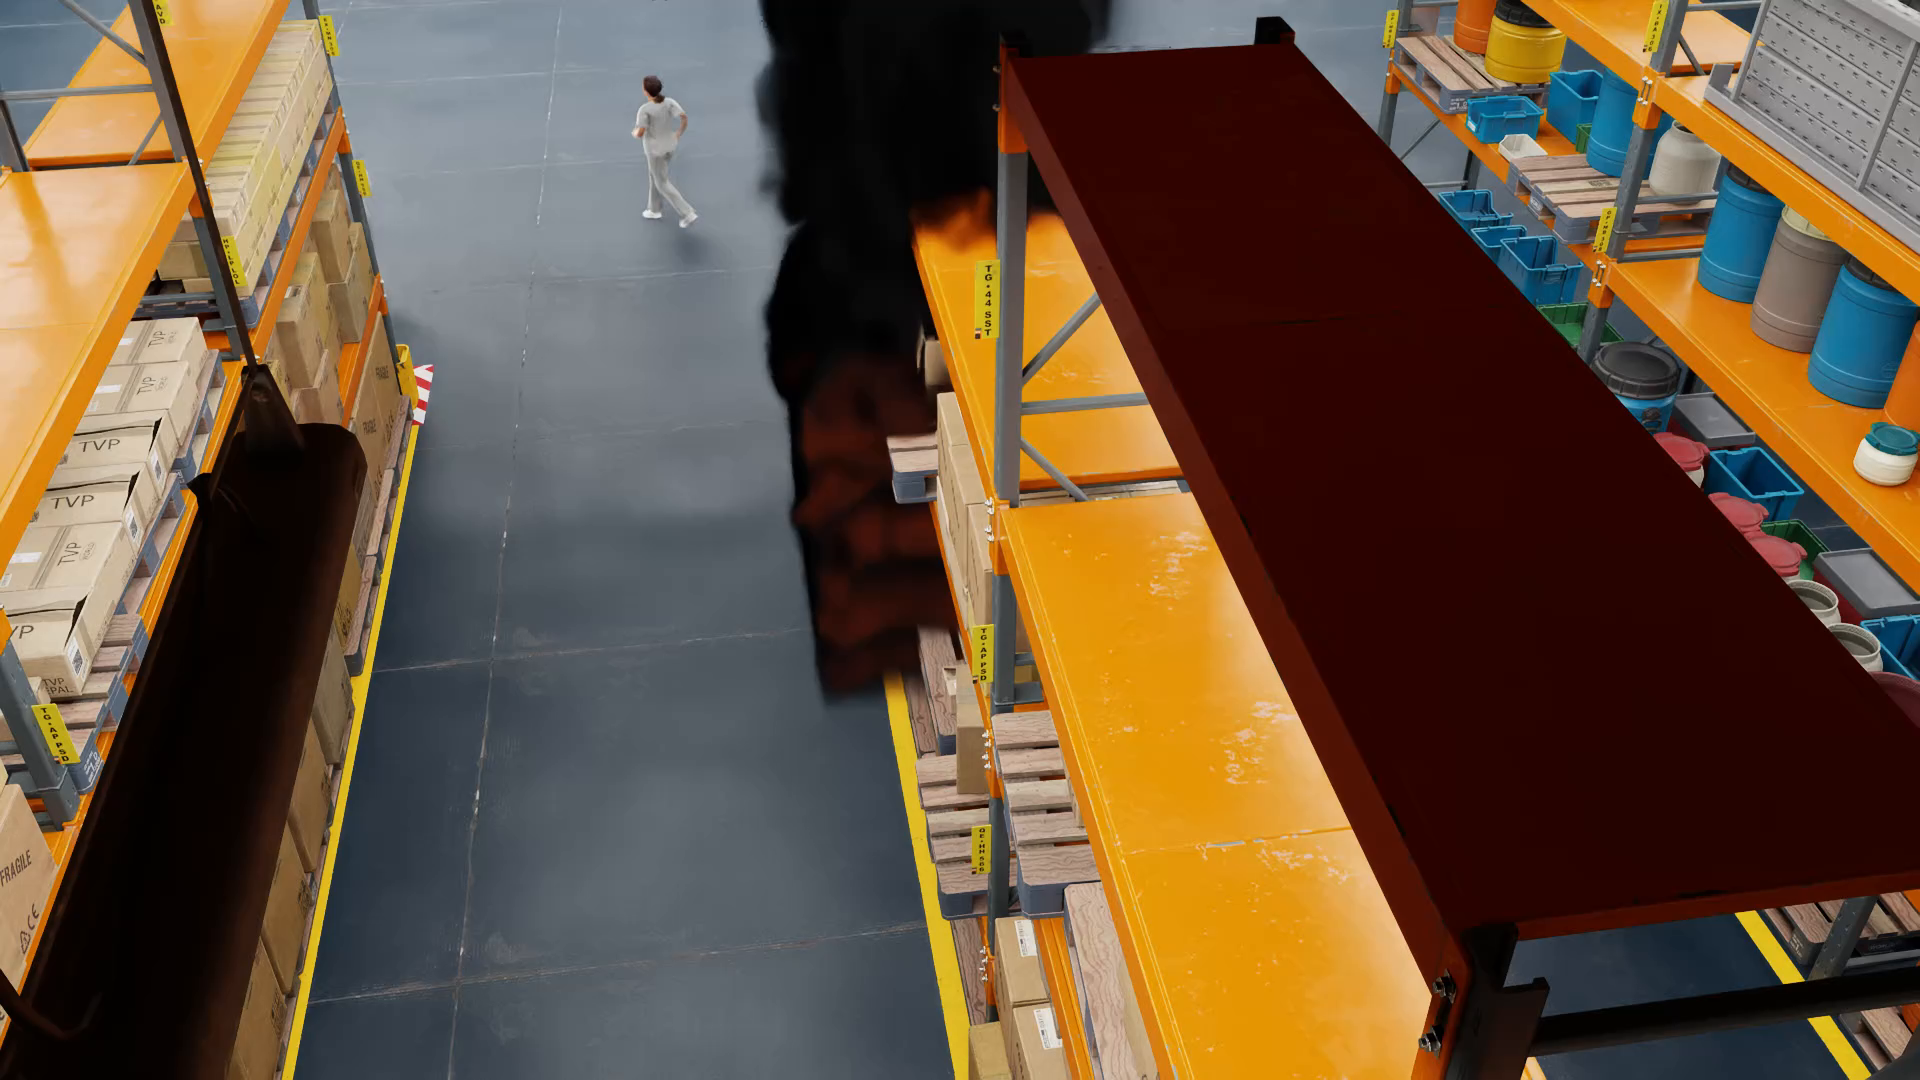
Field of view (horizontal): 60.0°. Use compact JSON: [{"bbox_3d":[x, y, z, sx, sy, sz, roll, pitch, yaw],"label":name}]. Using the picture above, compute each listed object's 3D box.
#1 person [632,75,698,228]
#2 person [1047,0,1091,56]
[{"bbox_3d":[-3.154,-4.091,17.617,0.905,1.681,0.573,23,42,28],"label":"person"},{"bbox_3d":[1.199,-5.541,19.458,0.872,1.829,0.652,6,37,8],"label":"person"}]
